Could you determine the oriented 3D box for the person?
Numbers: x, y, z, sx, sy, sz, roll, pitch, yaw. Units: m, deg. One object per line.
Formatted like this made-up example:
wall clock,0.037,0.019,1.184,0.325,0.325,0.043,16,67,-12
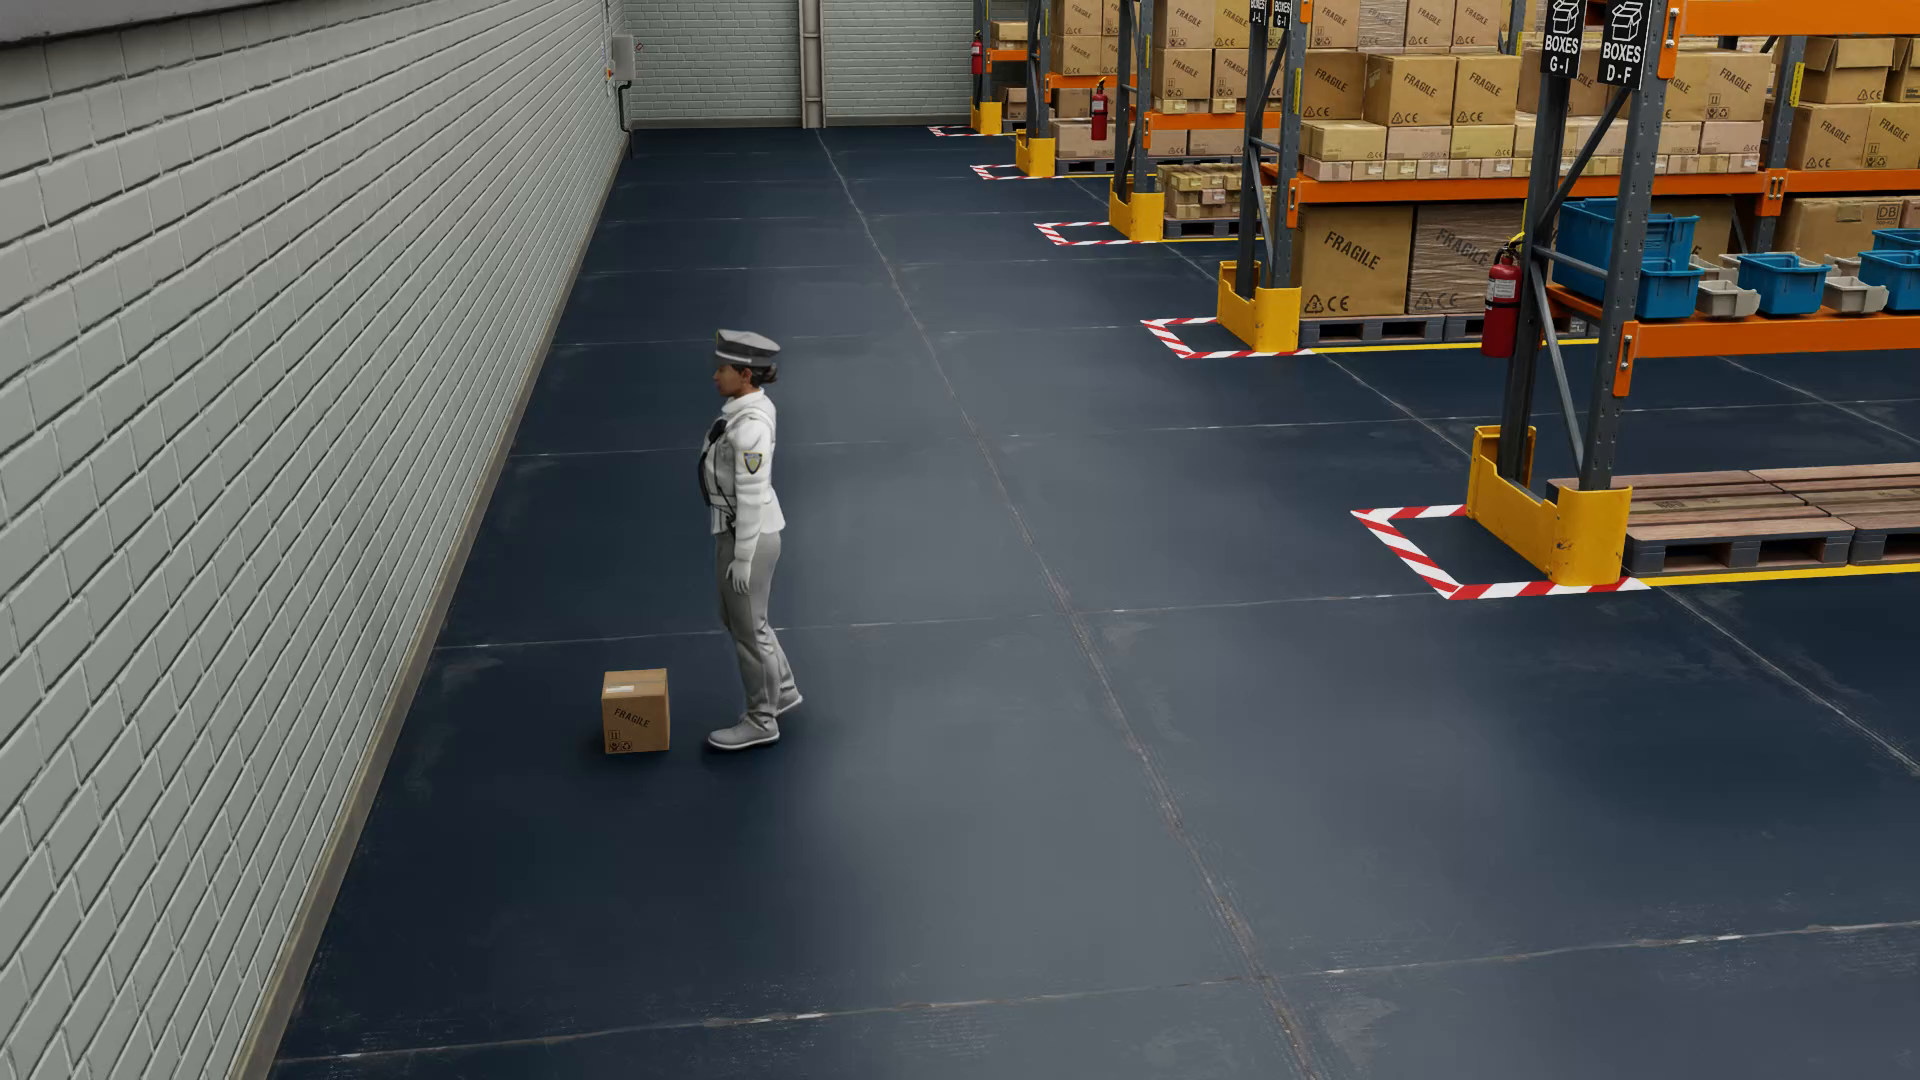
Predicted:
person,-0.833,0.003,6.535,0.392,1.700,0.482,-2,20,-7
